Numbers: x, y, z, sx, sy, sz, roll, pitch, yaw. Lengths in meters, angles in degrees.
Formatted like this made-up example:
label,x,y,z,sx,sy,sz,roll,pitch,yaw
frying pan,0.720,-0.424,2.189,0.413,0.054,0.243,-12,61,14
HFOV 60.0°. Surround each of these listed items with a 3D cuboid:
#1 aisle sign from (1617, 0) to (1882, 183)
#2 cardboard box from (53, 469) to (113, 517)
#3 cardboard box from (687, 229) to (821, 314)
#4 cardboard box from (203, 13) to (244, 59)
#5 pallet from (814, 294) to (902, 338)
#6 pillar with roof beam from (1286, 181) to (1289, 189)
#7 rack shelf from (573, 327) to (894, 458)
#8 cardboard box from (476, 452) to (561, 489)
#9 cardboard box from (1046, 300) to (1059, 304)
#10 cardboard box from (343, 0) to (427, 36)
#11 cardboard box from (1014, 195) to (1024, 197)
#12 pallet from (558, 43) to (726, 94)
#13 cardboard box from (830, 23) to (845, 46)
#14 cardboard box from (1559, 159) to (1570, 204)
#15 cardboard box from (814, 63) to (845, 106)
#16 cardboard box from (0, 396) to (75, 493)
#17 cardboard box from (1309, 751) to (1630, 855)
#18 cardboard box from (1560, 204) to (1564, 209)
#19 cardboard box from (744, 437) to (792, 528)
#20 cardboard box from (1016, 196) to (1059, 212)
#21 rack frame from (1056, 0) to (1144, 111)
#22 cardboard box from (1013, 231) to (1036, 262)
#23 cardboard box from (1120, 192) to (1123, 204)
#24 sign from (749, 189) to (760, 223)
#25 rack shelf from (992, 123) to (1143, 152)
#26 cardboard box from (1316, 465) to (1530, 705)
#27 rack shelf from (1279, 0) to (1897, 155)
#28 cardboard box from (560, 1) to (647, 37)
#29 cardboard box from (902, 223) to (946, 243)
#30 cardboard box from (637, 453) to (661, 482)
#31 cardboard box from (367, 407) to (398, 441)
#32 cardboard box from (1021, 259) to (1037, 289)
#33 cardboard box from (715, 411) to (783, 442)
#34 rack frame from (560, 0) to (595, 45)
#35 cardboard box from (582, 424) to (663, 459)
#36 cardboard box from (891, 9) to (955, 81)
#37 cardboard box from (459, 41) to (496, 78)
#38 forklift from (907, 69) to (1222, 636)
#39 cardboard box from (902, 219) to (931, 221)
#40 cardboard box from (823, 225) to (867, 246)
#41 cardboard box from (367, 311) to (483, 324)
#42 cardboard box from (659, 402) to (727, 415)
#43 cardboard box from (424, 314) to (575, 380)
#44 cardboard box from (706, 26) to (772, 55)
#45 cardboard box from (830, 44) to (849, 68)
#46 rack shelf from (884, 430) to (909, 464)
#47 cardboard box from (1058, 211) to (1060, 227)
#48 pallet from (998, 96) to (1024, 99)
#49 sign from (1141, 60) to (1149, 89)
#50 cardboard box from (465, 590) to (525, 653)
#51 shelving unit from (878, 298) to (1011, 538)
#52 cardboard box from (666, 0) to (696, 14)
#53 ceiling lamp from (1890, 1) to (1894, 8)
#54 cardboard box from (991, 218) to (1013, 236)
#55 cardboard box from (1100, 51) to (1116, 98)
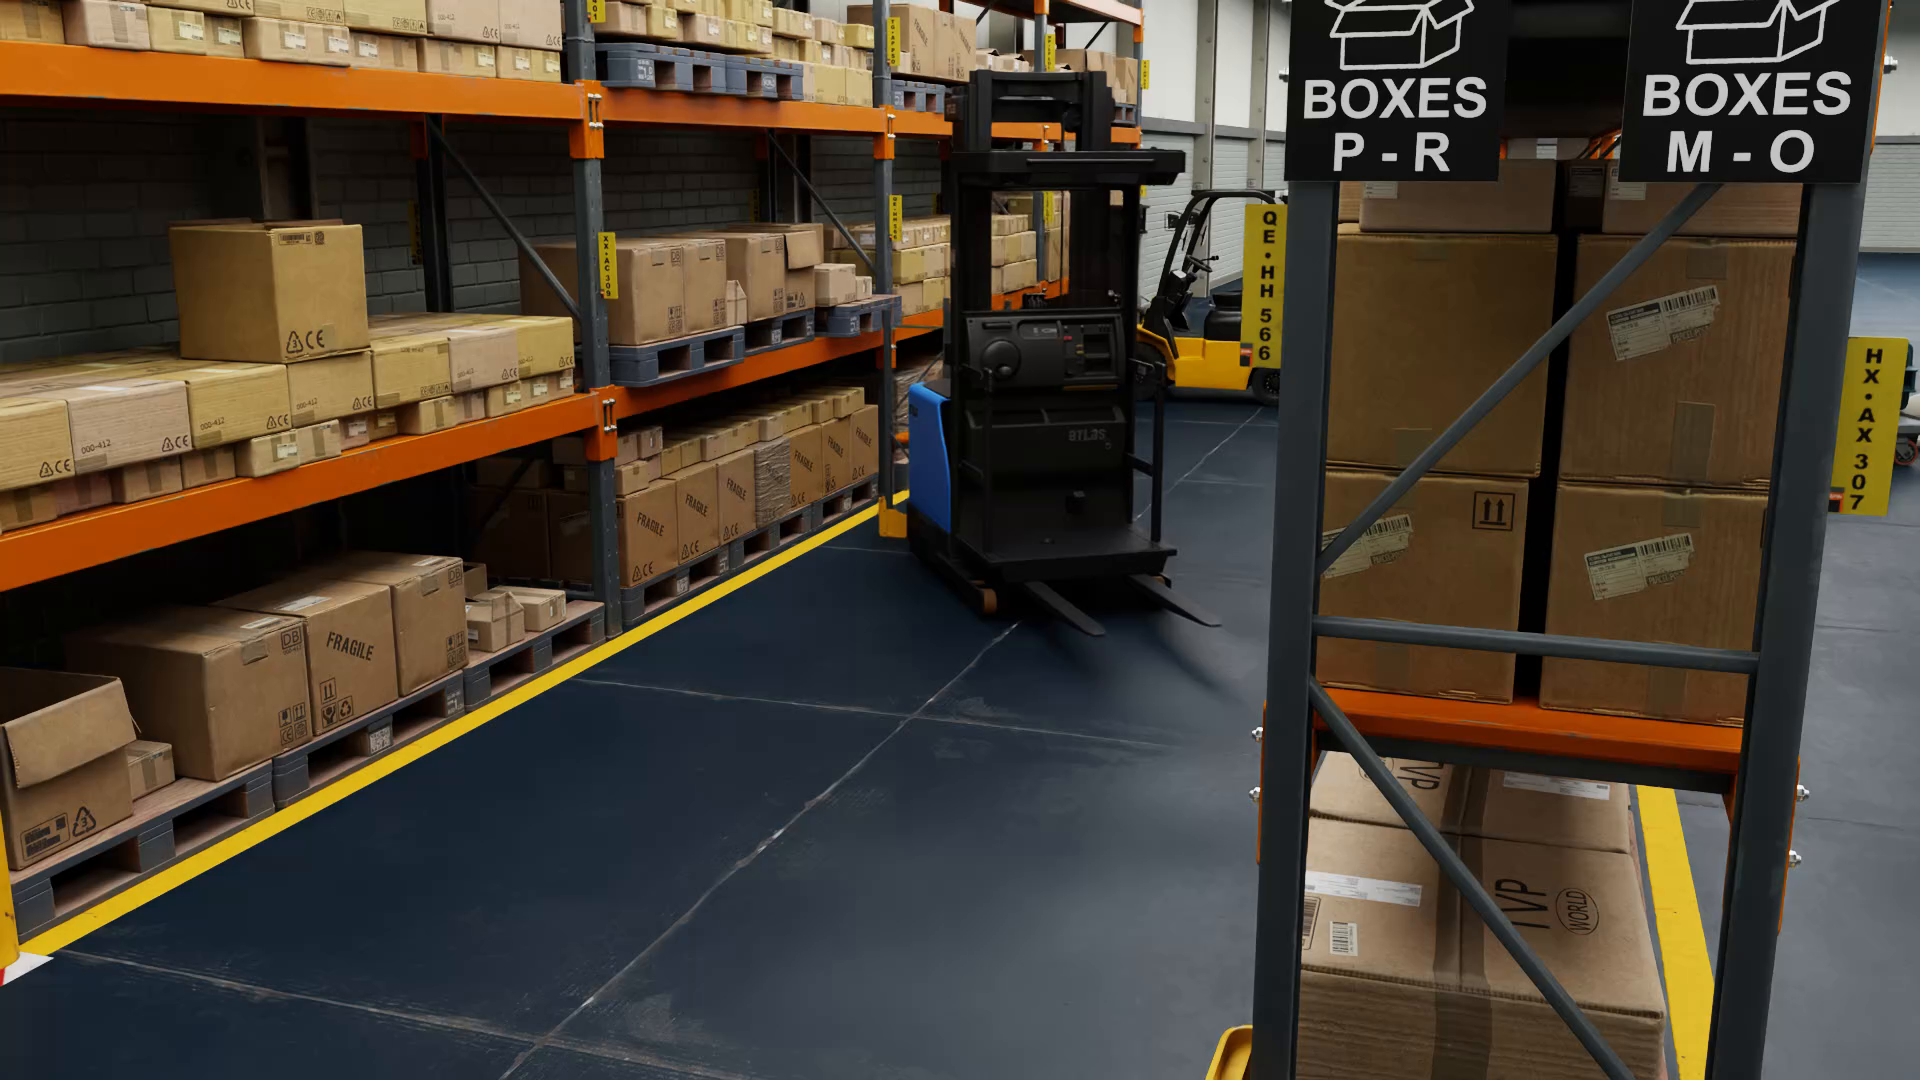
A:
label,x,y,z,sx,sy,sz,roll,pitch,yaw
aisle sign,1.378,-1.018,2.865,0.394,0.787,0.004,4,14,18
cardboard box,-3.114,-0.185,5.622,0.380,0.149,0.250,4,14,18
cardboard box,-1.336,-1.726,10.632,0.797,0.503,0.637,4,13,17
cardboard box,-2.811,-1.801,5.960,0.380,0.149,0.250,4,14,18
pallet,-1.135,-1.586,11.628,1.213,0.211,1.003,4,14,18
pillar with roof beam,12.367,-11.098,39.390,9.100,9.000,0.548,4,14,18
rack shelf,-1.630,-1.056,10.489,1.077,0.370,4.000,4,14,18
cardboard box,-2.431,-0.386,9.154,0.380,0.149,0.250,4,13,16
cardboard box,0.769,-2.459,18.008,0.500,0.250,0.500,4,13,17
cardboard box,-2.531,-2.183,6.738,0.500,0.250,0.500,5,14,20
cardboard box,0.447,-3.486,17.168,0.380,0.149,0.250,4,13,17
pallet,-1.999,-2.488,8.831,1.213,0.211,1.003,4,14,18
cardboard box,-0.999,-3.415,11.240,0.380,0.149,0.250,4,13,16
cardboard box,2.280,-1.239,5.748,0.380,0.149,0.250,4,14,18
cardboard box,-1.081,-2.985,10.923,0.500,0.250,0.500,4,14,19
cardboard box,-3.169,-0.291,5.191,0.500,0.250,0.500,4,14,19
cardboard box,1.534,0.918,5.038,0.875,0.438,0.875,5,14,20
cardboard box,2.202,-0.832,5.419,0.500,0.500,0.500,5,14,19
cardboard box,-1.405,-0.383,10.601,0.500,0.500,0.500,4,13,16
cardboard box,0.769,-3.341,16.536,0.380,0.149,0.250,4,13,17
rack frame,1.606,-6.437,18.967,1.000,3.000,0.127,4,14,18
cardboard box,0.395,-2.719,15.372,0.500,0.250,0.500,4,13,17
cardboard box,1.639,-3.877,18.883,0.380,0.149,0.250,4,14,18
sign,-1.509,-2.431,12.297,0.100,0.325,0.005,4,14,18
rack shelf,0.959,-4.203,17.535,1.077,0.370,4.000,4,14,18
cardboard box,1.033,0.044,3.829,0.500,0.500,0.500,4,14,19
rack shelf,1.774,-1.319,4.903,1.077,0.370,4.000,4,14,18
cardboard box,-1.804,-2.613,8.351,0.380,0.149,0.250,5,14,19
cardboard box,-0.331,-2.462,13.350,0.380,0.149,0.250,5,14,19
cardboard box,-1.893,-0.408,9.250,0.380,0.149,0.250,4,13,17
cardboard box,-2.622,-0.509,7.043,0.380,0.149,0.250,5,14,19
cardboard box,0.396,-2.472,15.413,0.500,0.250,0.500,5,14,20
cardboard box,-1.358,-0.731,10.664,0.380,0.149,0.250,4,13,16
rack frame,-2.277,-3.910,7.897,1.000,3.000,0.127,4,14,18
cardboard box,-1.870,-0.547,9.192,0.380,0.149,0.250,4,13,16
cardboard box,-0.449,-3.841,12.940,0.700,0.500,0.500,4,13,17
cardboard box,-2.291,-2.121,7.364,0.380,0.149,0.250,5,14,20
forklift,0.550,-1.099,9.214,1.130,2.935,3.031,-4,13,-15
cardboard box,-0.468,-2.712,14.445,0.380,0.149,0.250,4,14,18
cardboard box,-0.948,-2.389,13.031,0.380,0.149,0.250,4,14,18
cardboard box,-2.693,-0.972,8.176,0.500,0.250,0.500,4,14,18
cardboard box,-1.777,-0.821,11.062,0.380,0.149,0.250,4,13,17
cardboard box,-2.211,-0.933,8.001,0.500,0.250,0.500,5,14,20
cardboard box,-1.331,-2.939,9.777,0.380,0.149,0.250,5,14,20
cardboard box,-0.972,-3.266,11.257,0.380,0.149,0.250,4,13,17
rack shelf,-0.073,-0.677,11.393,0.538,0.185,1.000,5,14,21
cardboard box,0.804,-3.194,16.560,0.380,0.149,0.250,4,14,18
pallet,0.039,-3.852,14.814,0.805,0.209,1.217,4,13,16
sign,2.115,-5.325,19.027,0.100,0.325,0.005,4,14,18
cardboard box,-2.295,0.356,7.886,0.396,0.266,0.258,5,14,20
shelving unit,-0.076,-0.851,11.345,0.587,1.500,1.083,5,14,21
cardboard box,-1.624,-2.867,8.794,0.380,0.149,0.250,4,13,17
ceiling lamp,20.471,-13.830,38.240,2.000,3.185,0.800,4,14,18
cardboard box,0.256,-2.779,14.738,0.380,0.149,0.250,4,13,17
cardboard box,1.267,-4.957,17.833,0.700,0.500,0.500,4,14,19
